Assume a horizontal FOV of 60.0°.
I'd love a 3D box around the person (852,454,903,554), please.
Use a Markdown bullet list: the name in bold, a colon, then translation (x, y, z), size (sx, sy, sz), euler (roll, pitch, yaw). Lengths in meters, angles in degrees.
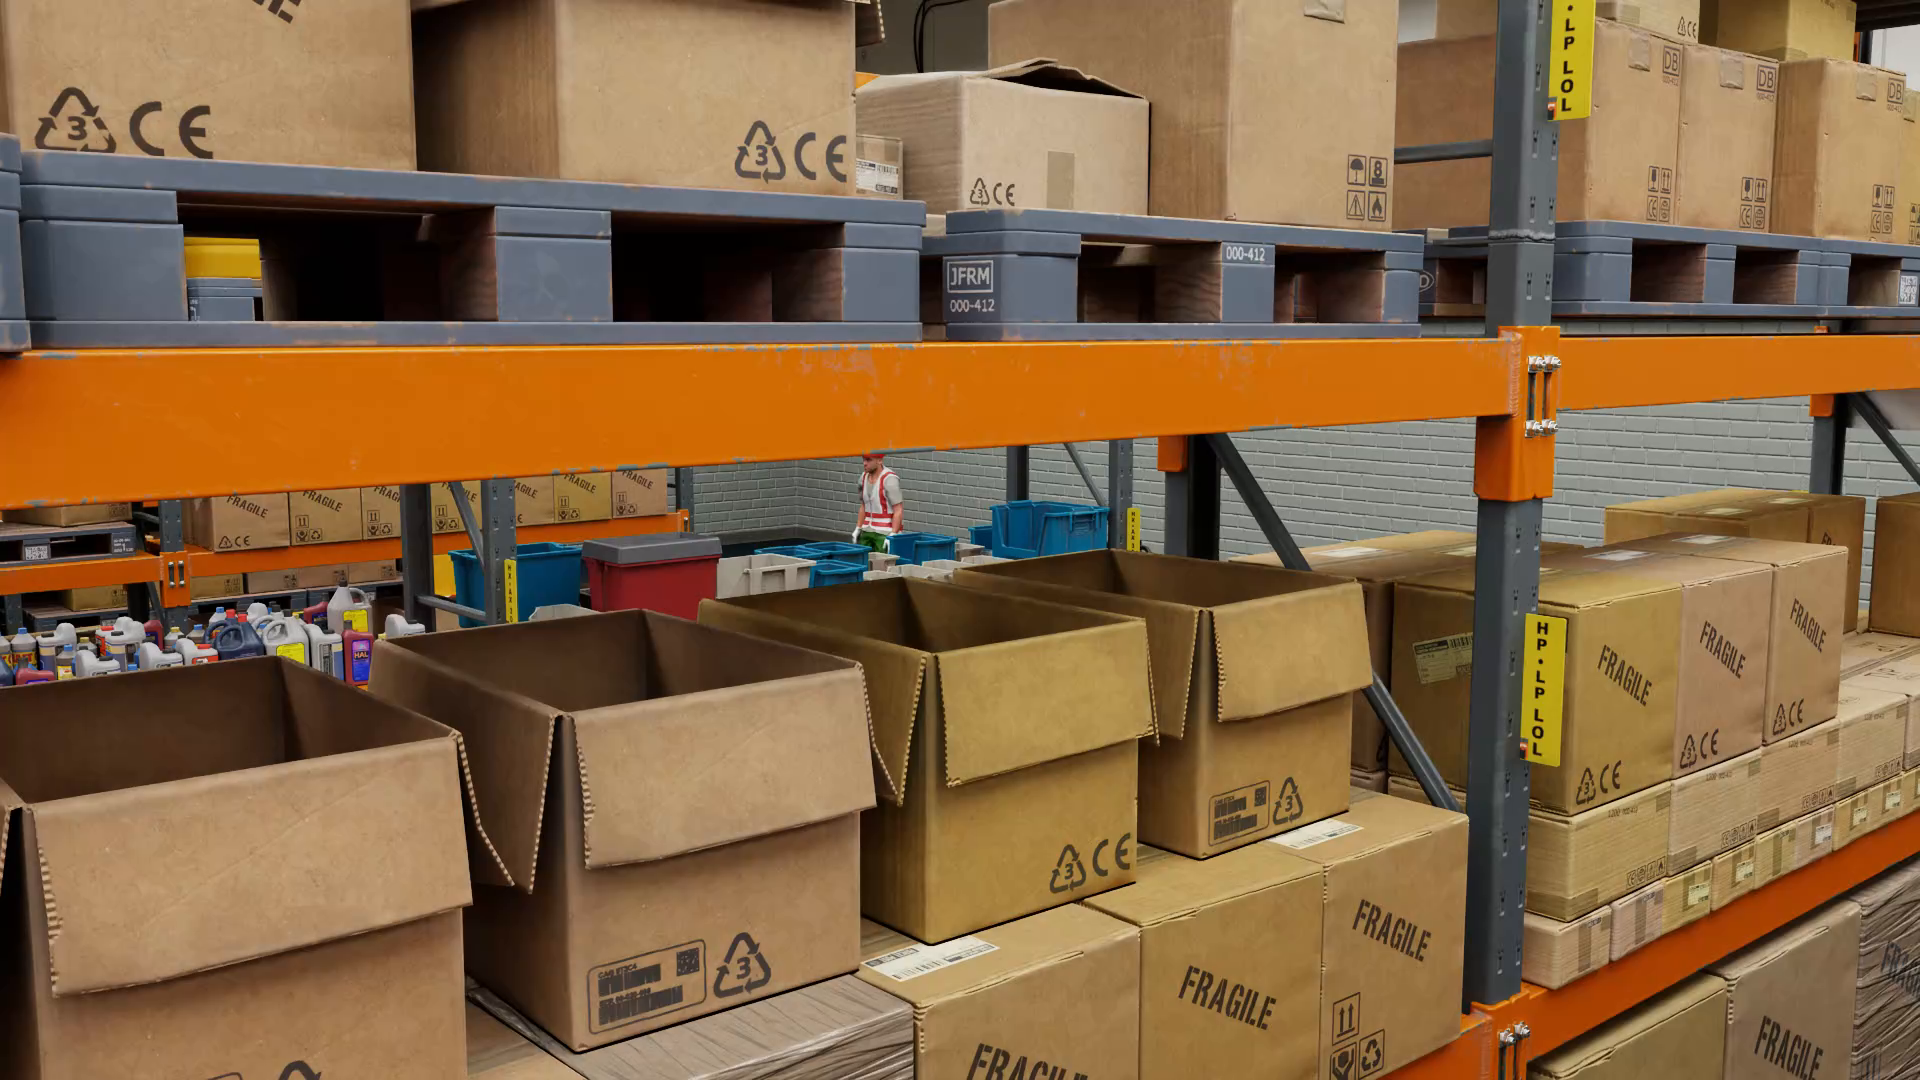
- **person**: translation (-0.778, -0.035, 15.493), size (0.450, 1.778, 0.605), euler (-7, 10, -43)
